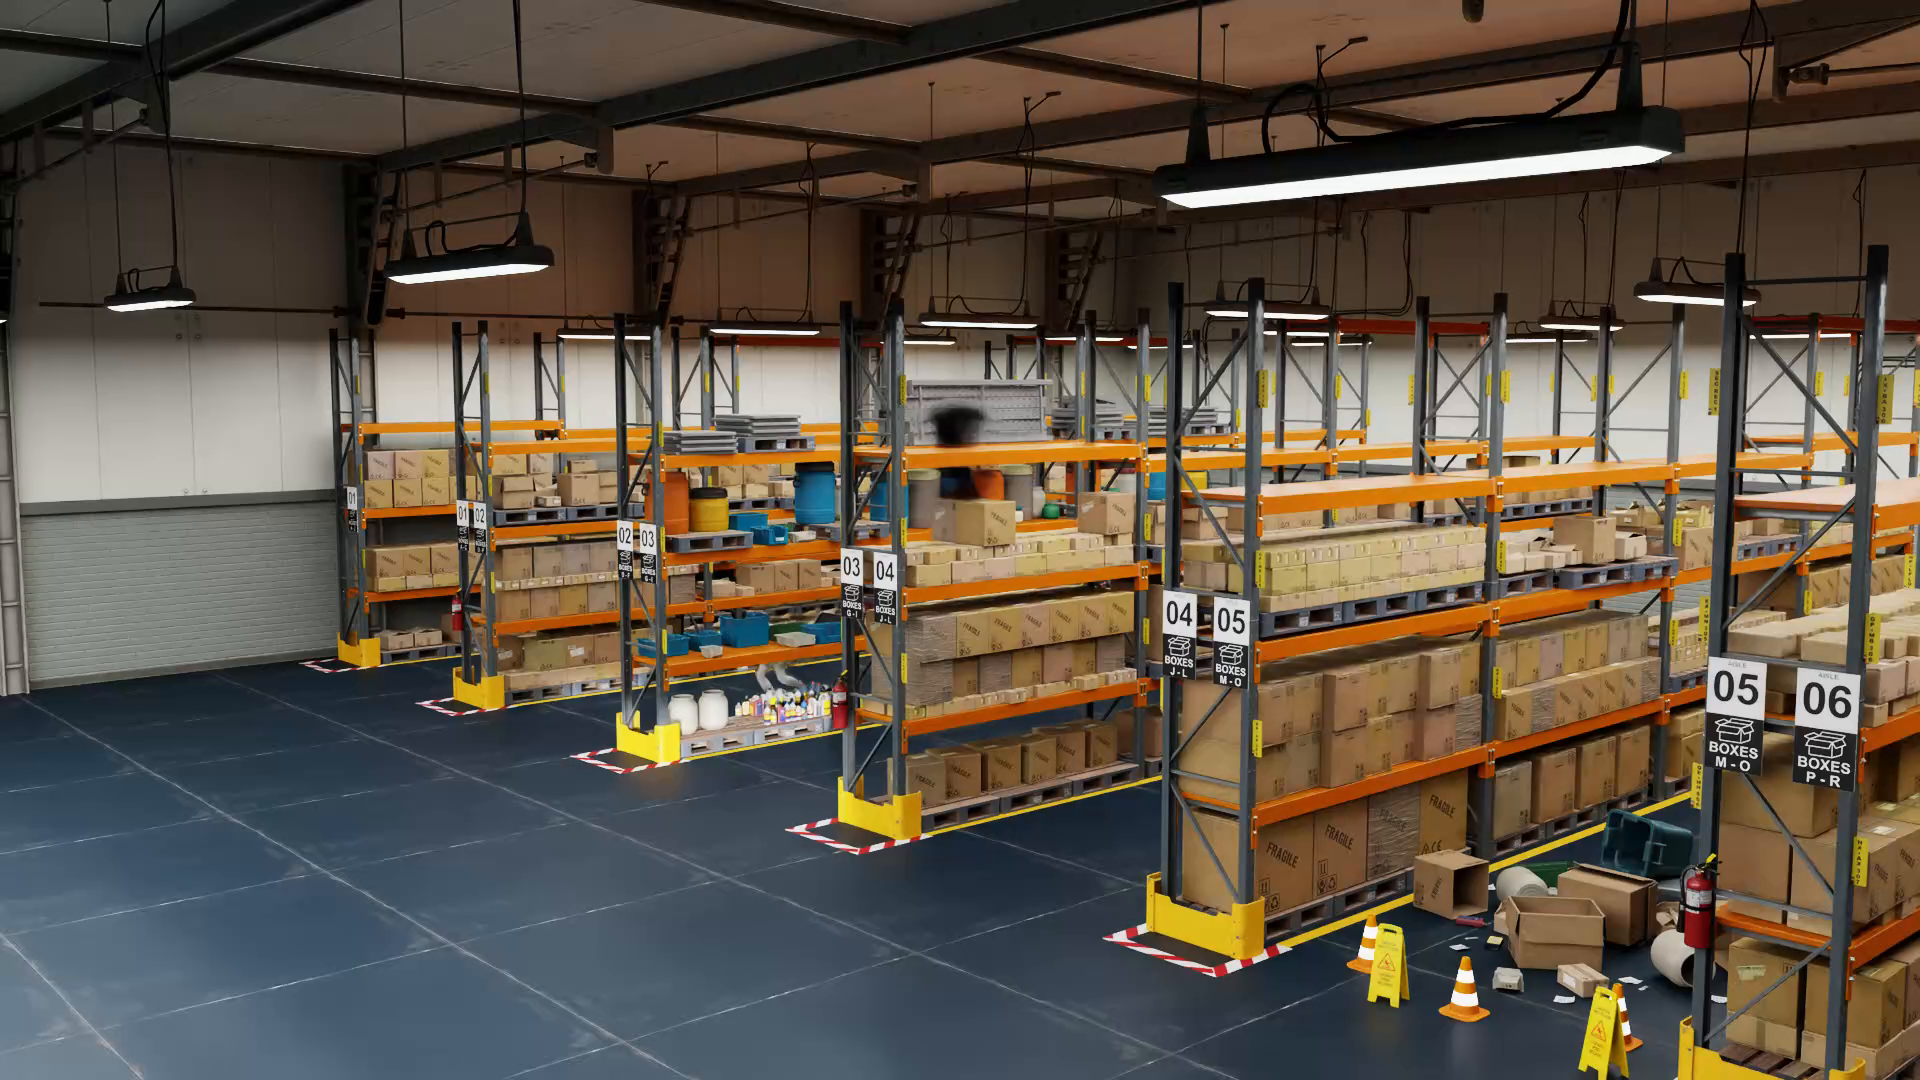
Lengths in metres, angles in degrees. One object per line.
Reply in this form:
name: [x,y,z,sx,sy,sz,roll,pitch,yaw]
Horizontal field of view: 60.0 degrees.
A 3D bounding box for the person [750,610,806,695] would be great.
person: [-2.845,1.857,26.150,0.982,1.571,0.614,-4,7,-33]
